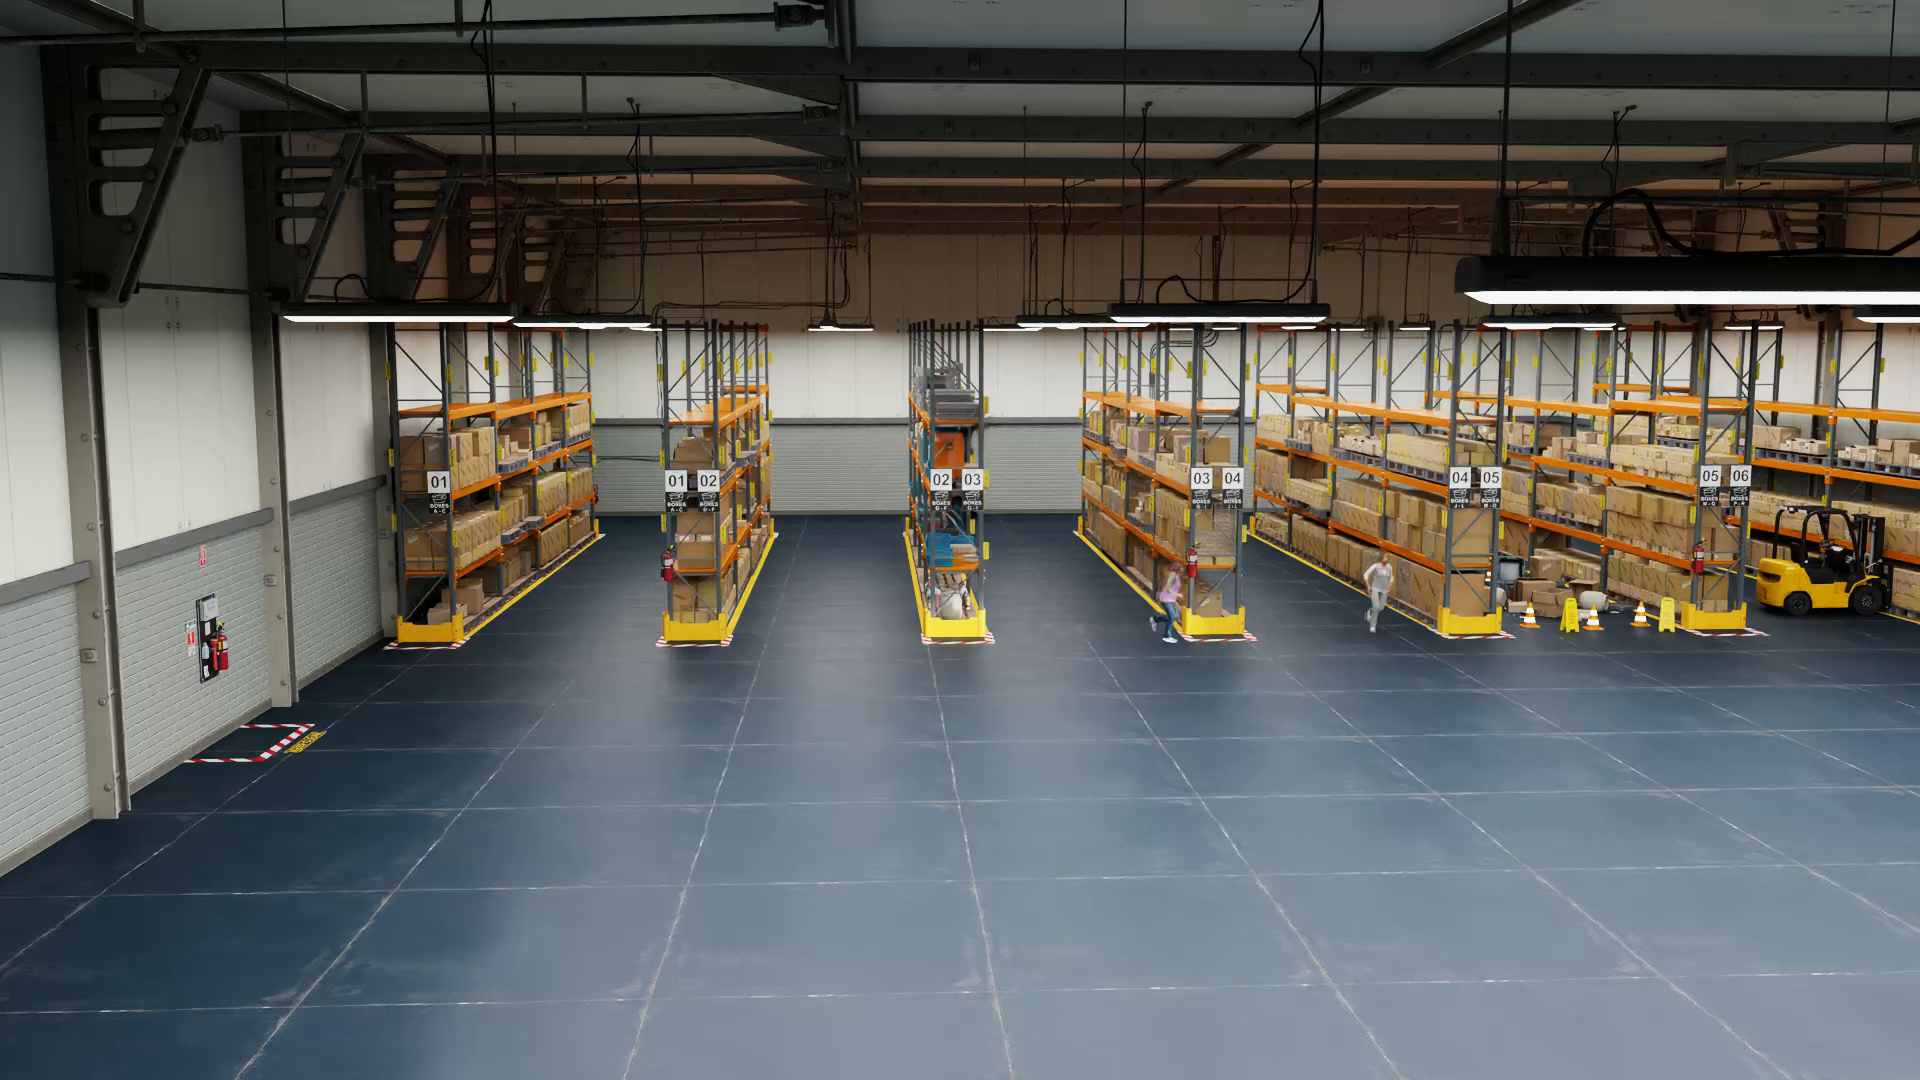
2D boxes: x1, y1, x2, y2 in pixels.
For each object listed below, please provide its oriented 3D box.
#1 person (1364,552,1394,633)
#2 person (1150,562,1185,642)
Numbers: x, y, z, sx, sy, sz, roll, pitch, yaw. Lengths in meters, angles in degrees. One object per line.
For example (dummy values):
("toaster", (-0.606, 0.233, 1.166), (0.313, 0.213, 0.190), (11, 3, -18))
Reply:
("person", (8.115, 1.002, 32.286), (0.586, 1.575, 0.612), (-1, 7, -7))
("person", (3.871, 1.151, 31.026), (0.689, 1.540, 0.506), (4, 8, 27))
